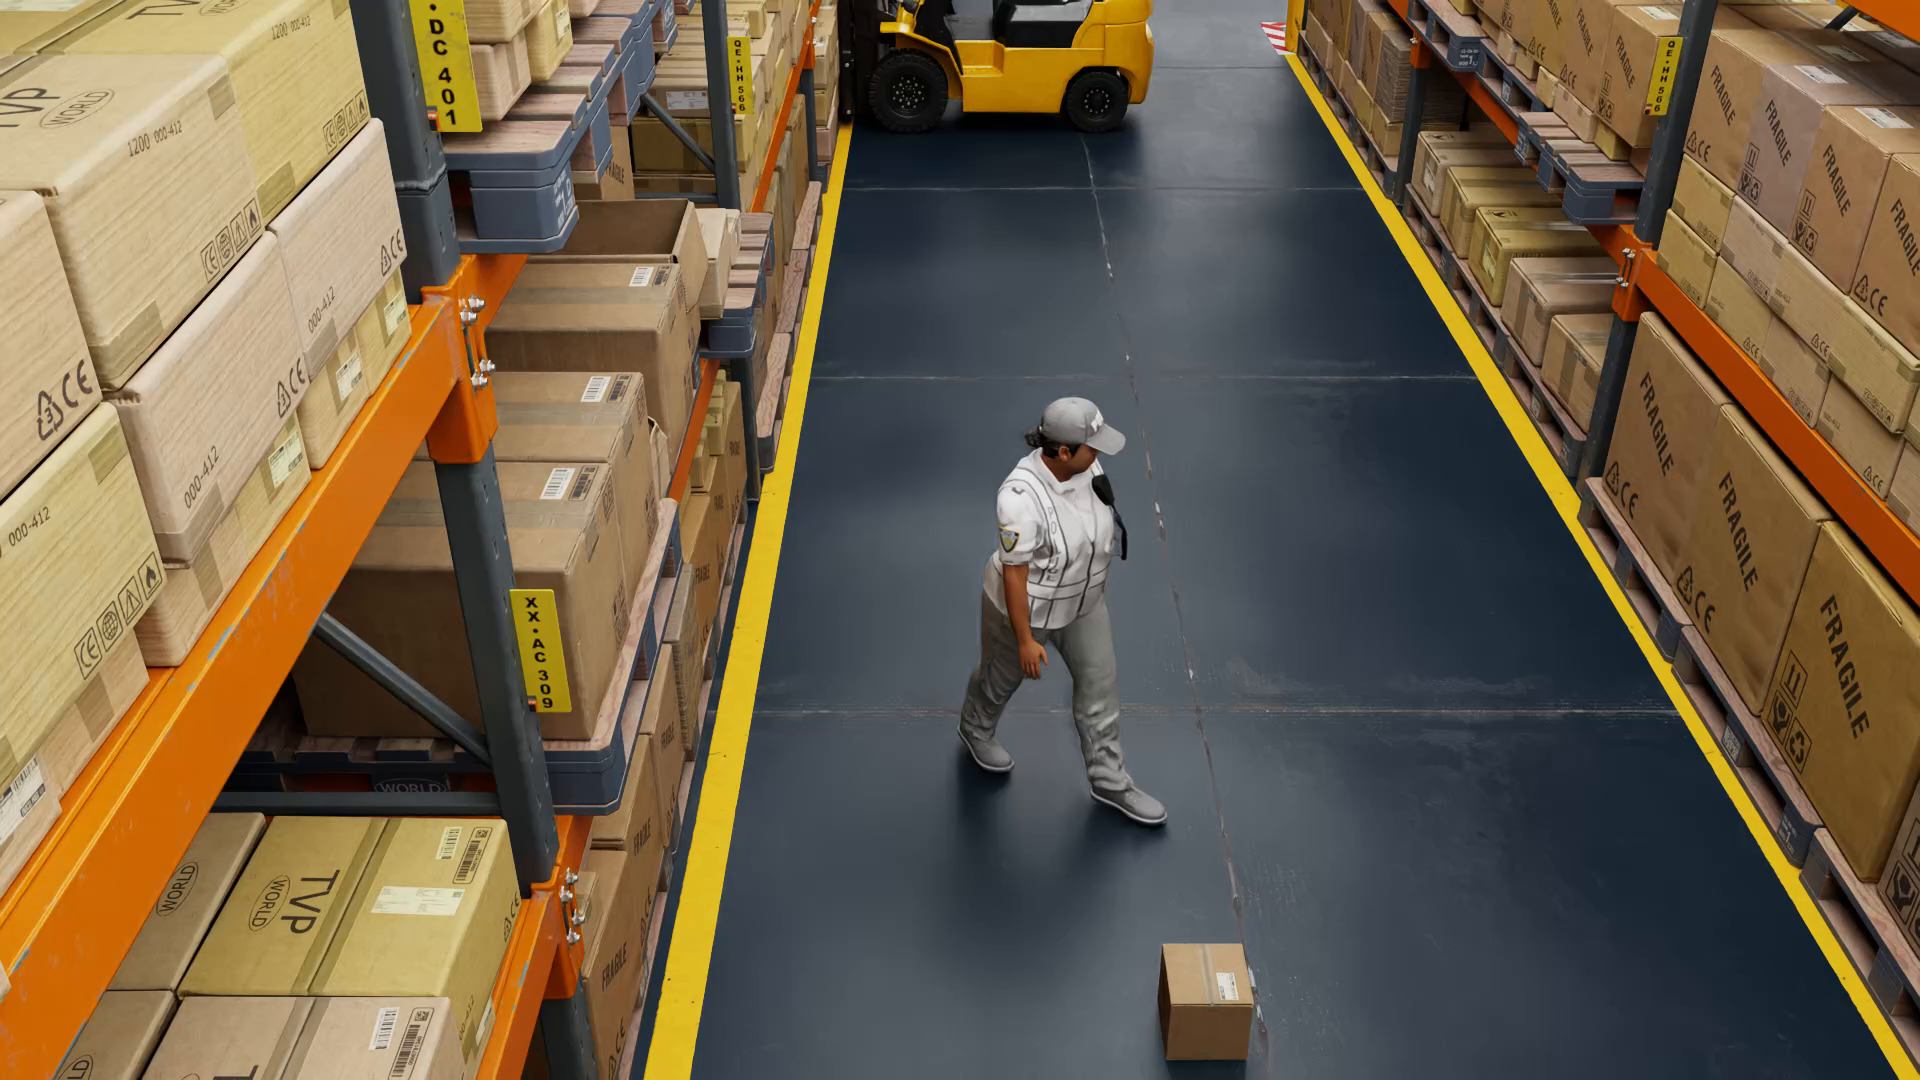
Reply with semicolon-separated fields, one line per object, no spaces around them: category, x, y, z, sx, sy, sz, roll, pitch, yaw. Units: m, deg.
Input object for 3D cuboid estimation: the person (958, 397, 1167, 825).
person;0.319;0.224;5.756;0.490;1.629;0.854;-23;39;-33
